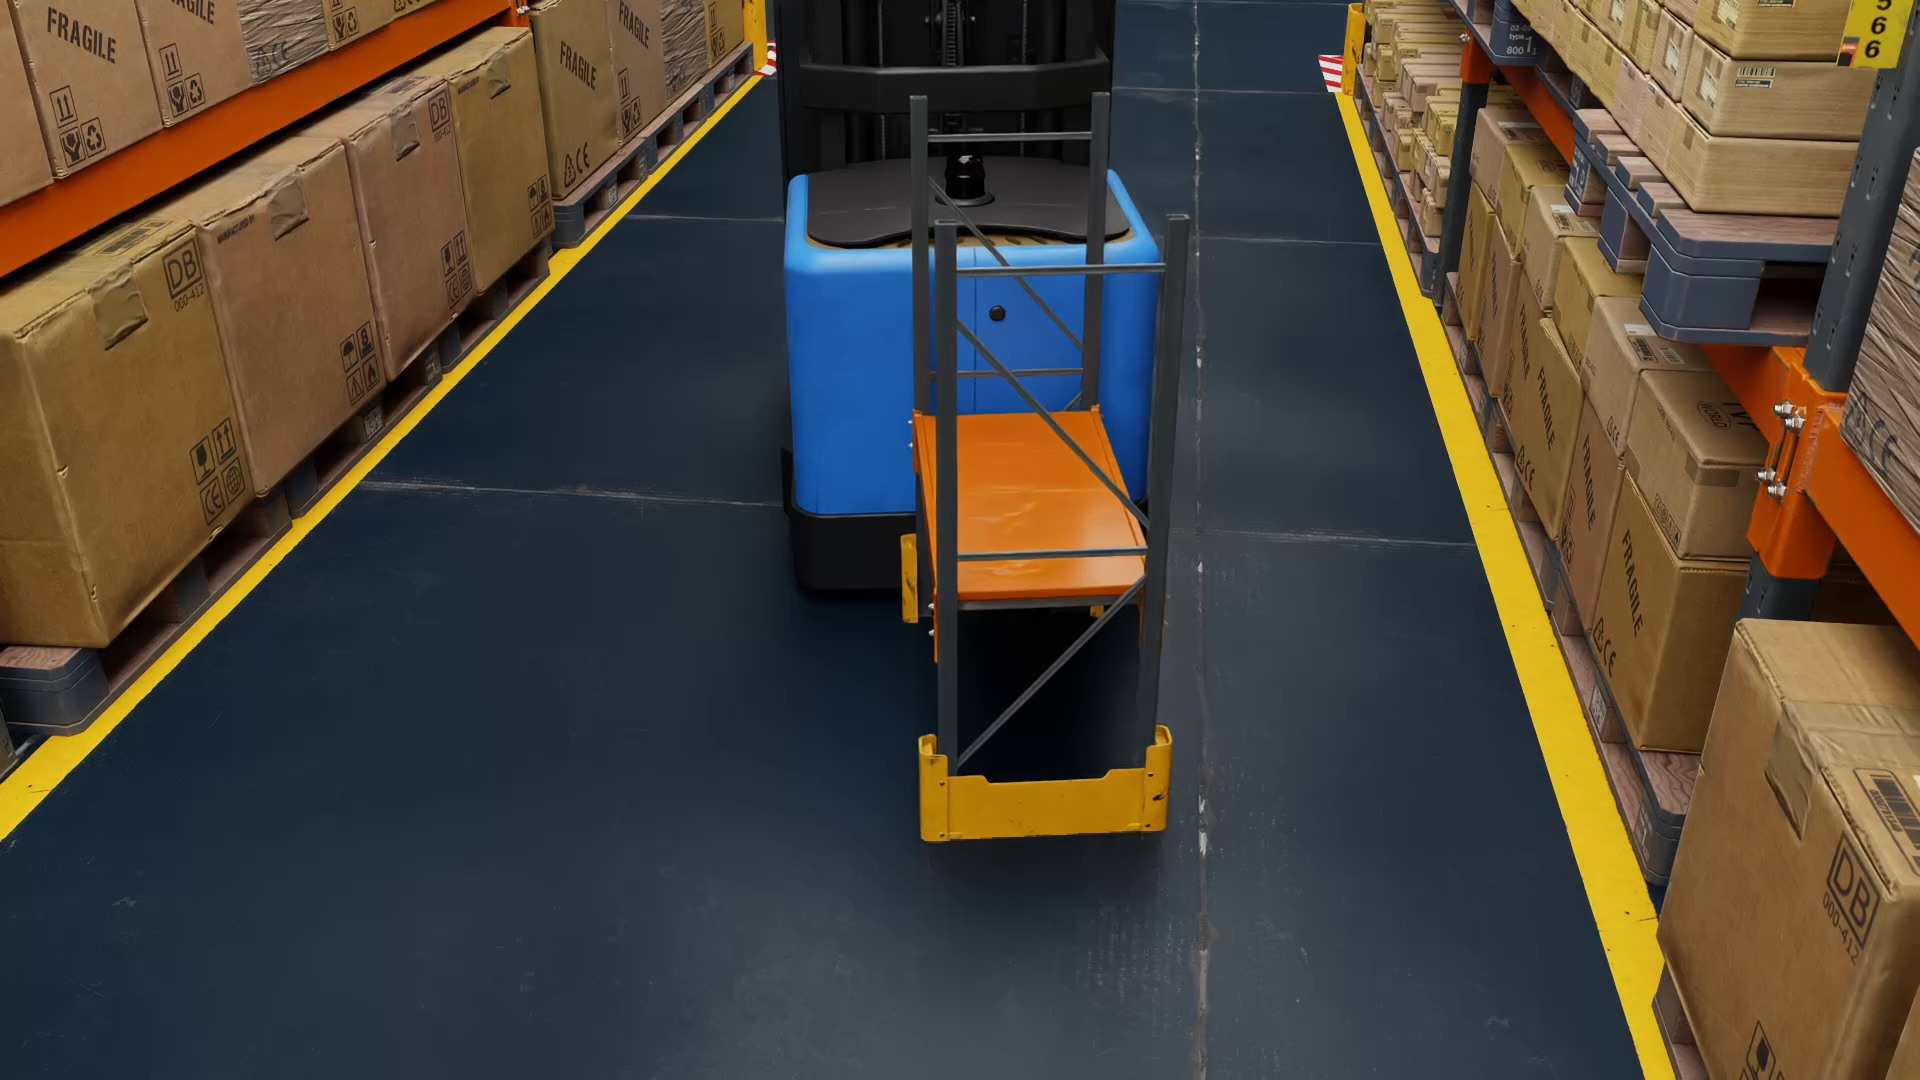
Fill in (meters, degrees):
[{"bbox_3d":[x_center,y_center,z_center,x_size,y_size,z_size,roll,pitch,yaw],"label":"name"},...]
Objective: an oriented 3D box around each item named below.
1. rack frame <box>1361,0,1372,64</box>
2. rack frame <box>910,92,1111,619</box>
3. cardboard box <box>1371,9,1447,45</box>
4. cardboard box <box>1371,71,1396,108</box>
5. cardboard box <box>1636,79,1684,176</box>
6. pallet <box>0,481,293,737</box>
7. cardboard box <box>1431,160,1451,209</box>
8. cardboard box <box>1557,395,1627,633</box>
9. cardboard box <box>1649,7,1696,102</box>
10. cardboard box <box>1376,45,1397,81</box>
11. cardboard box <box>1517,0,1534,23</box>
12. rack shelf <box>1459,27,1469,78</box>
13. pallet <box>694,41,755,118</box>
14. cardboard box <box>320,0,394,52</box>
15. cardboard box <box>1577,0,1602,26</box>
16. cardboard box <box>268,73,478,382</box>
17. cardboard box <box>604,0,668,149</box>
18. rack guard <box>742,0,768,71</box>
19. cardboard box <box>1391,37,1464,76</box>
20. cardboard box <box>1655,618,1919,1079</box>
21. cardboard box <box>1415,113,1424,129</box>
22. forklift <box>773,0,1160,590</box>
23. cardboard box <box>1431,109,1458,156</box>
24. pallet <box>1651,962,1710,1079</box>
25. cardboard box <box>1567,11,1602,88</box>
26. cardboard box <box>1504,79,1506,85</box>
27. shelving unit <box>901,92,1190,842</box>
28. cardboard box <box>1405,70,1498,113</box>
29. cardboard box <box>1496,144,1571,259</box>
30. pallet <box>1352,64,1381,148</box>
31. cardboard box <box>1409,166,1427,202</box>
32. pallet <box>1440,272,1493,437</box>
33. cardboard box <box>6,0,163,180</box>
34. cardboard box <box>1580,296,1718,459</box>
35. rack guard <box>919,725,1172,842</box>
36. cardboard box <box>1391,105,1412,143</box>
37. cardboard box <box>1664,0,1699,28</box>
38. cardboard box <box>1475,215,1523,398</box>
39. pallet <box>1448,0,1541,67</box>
[{"bbox_3d":[3.014,-4.185,9.855,1.000,3.000,0.127,3,28,6],"label":"rack frame"},{"bbox_3d":[0.125,-0.448,4.500,0.500,1.500,0.032,-2,28,-4],"label":"rack frame"},{"bbox_3d":[2.540,-2.902,9.409,0.380,0.149,0.250,3,28,6],"label":"cardboard box"},{"bbox_3d":[2.518,-2.527,9.342,0.380,0.149,0.250,4,29,7],"label":"cardboard box"},{"bbox_3d":[1.670,-0.869,3.523,0.380,0.149,0.250,3,28,6],"label":"cardboard box"},{"bbox_3d":[-2.705,0.106,4.831,1.003,0.211,1.213,3,28,6],"label":"pallet"},{"bbox_3d":[2.247,-1.529,7.176,0.380,0.149,0.250,4,29,7],"label":"cardboard box"},{"bbox_3d":[1.922,-0.073,4.415,0.500,0.500,0.500,4,29,8],"label":"cardboard box"},{"bbox_3d":[1.674,-1.009,3.469,0.380,0.149,0.250,4,29,8],"label":"cardboard box"},{"bbox_3d":[2.524,-2.653,9.262,0.380,0.149,0.250,4,29,8],"label":"cardboard box"},{"bbox_3d":[1.865,-1.603,4.884,0.380,0.149,0.250,3,28,5],"label":"cardboard box"},{"bbox_3d":[2.769,-2.927,8.278,1.077,0.370,4.000,3,28,6],"label":"rack shelf"},{"bbox_3d":[-1.916,-2.912,10.433,1.003,0.211,1.213,3,28,6],"label":"pallet"},{"bbox_3d":[-2.297,-1.967,5.633,0.500,0.500,0.500,3,28,6],"label":"cardboard box"},{"bbox_3d":[1.767,-1.368,4.135,0.380,0.149,0.250,3,28,6],"label":"cardboard box"},{"bbox_3d":[-2.553,-1.164,6.046,1.225,0.875,0.875,2,28,4],"label":"cardboard box"},{"bbox_3d":[-2.116,-2.617,8.742,0.875,0.875,0.875,3,28,6],"label":"cardboard box"},{"bbox_3d":[-1.893,-3.431,11.092,1.175,0.500,0.348,3,28,6],"label":"rack guard"},{"bbox_3d":[2.471,-2.529,8.717,0.380,0.149,0.250,4,29,7],"label":"cardboard box"},{"bbox_3d":[1.870,0.668,2.777,1.050,0.750,0.750,3,28,6],"label":"cardboard box"},{"bbox_3d":[2.423,-2.018,8.083,0.380,0.149,0.250,4,29,7],"label":"cardboard box"},{"bbox_3d":[-0.068,-1.812,5.523,1.130,2.935,3.031,-2,28,-4],"label":"forklift"},{"bbox_3d":[2.301,-1.799,7.362,0.380,0.149,0.250,4,29,7],"label":"cardboard box"},{"bbox_3d":[1.863,1.175,2.846,1.003,0.211,1.213,3,28,6],"label":"pallet"},{"bbox_3d":[1.767,-1.234,4.200,0.380,0.149,0.250,2,28,4],"label":"cardboard box"},{"bbox_3d":[3.070,-2.372,8.739,0.380,0.149,0.250,5,29,9],"label":"cardboard box"},{"bbox_3d":[0.162,-0.212,4.061,0.587,1.500,1.083,-2,28,-4],"label":"shelving unit"},{"bbox_3d":[2.375,-2.167,8.045,0.380,0.149,0.250,2,28,4],"label":"cardboard box"},{"bbox_3d":[2.109,-1.133,5.593,0.500,0.250,0.500,4,29,8],"label":"cardboard box"},{"bbox_3d":[2.870,-2.541,9.744,1.003,0.211,1.213,3,28,6],"label":"pallet"},{"bbox_3d":[2.317,-1.682,7.772,0.380,0.149,0.250,2,28,5],"label":"cardboard box"},{"bbox_3d":[2.430,-0.708,6.341,1.003,0.211,1.213,3,28,6],"label":"pallet"},{"bbox_3d":[-2.486,-1.255,4.311,0.500,0.500,0.500,3,28,5],"label":"cardboard box"},{"bbox_3d":[1.909,-0.409,4.249,0.500,0.250,0.500,4,29,7],"label":"cardboard box"},{"bbox_3d":[0.198,0.574,3.920,0.587,0.250,0.087,-2,28,-4],"label":"rack guard"},{"bbox_3d":[2.456,-2.158,8.655,0.380,0.149,0.250,3,28,6],"label":"cardboard box"},{"bbox_3d":[1.672,-1.131,3.381,0.380,0.149,0.250,3,28,6],"label":"cardboard box"},{"bbox_3d":[2.107,-0.805,5.774,0.500,0.500,0.500,5,29,8],"label":"cardboard box"},{"bbox_3d":[2.286,-1.866,5.754,1.003,0.211,1.213,3,28,6],"label":"pallet"}]
